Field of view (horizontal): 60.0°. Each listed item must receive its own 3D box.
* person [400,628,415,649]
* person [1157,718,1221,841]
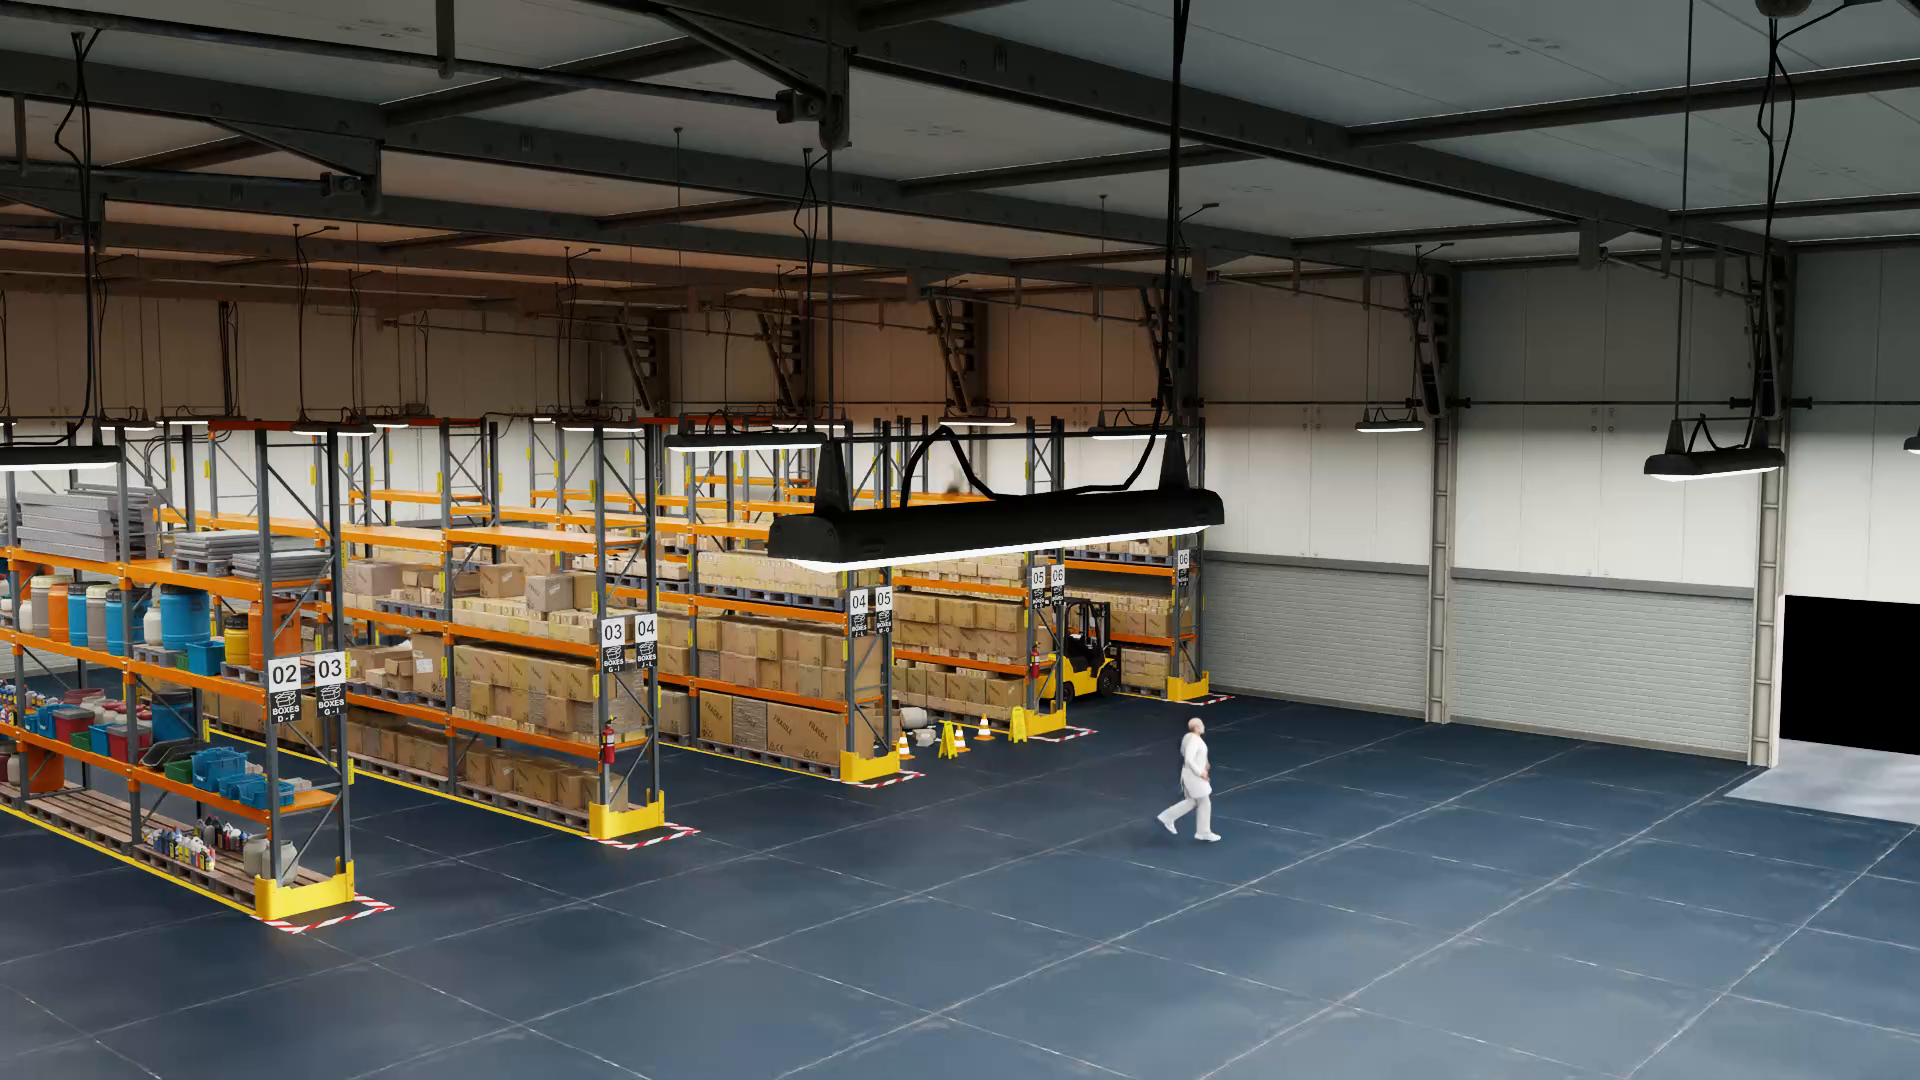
[{"bbox_3d":[-11.235,2.630,34.194,0.585,1.678,0.995,-5,7,-44],"label":"person"},{"bbox_3d":[3.303,3.443,23.939,0.922,1.783,0.703,-1,5,-8],"label":"person"}]
